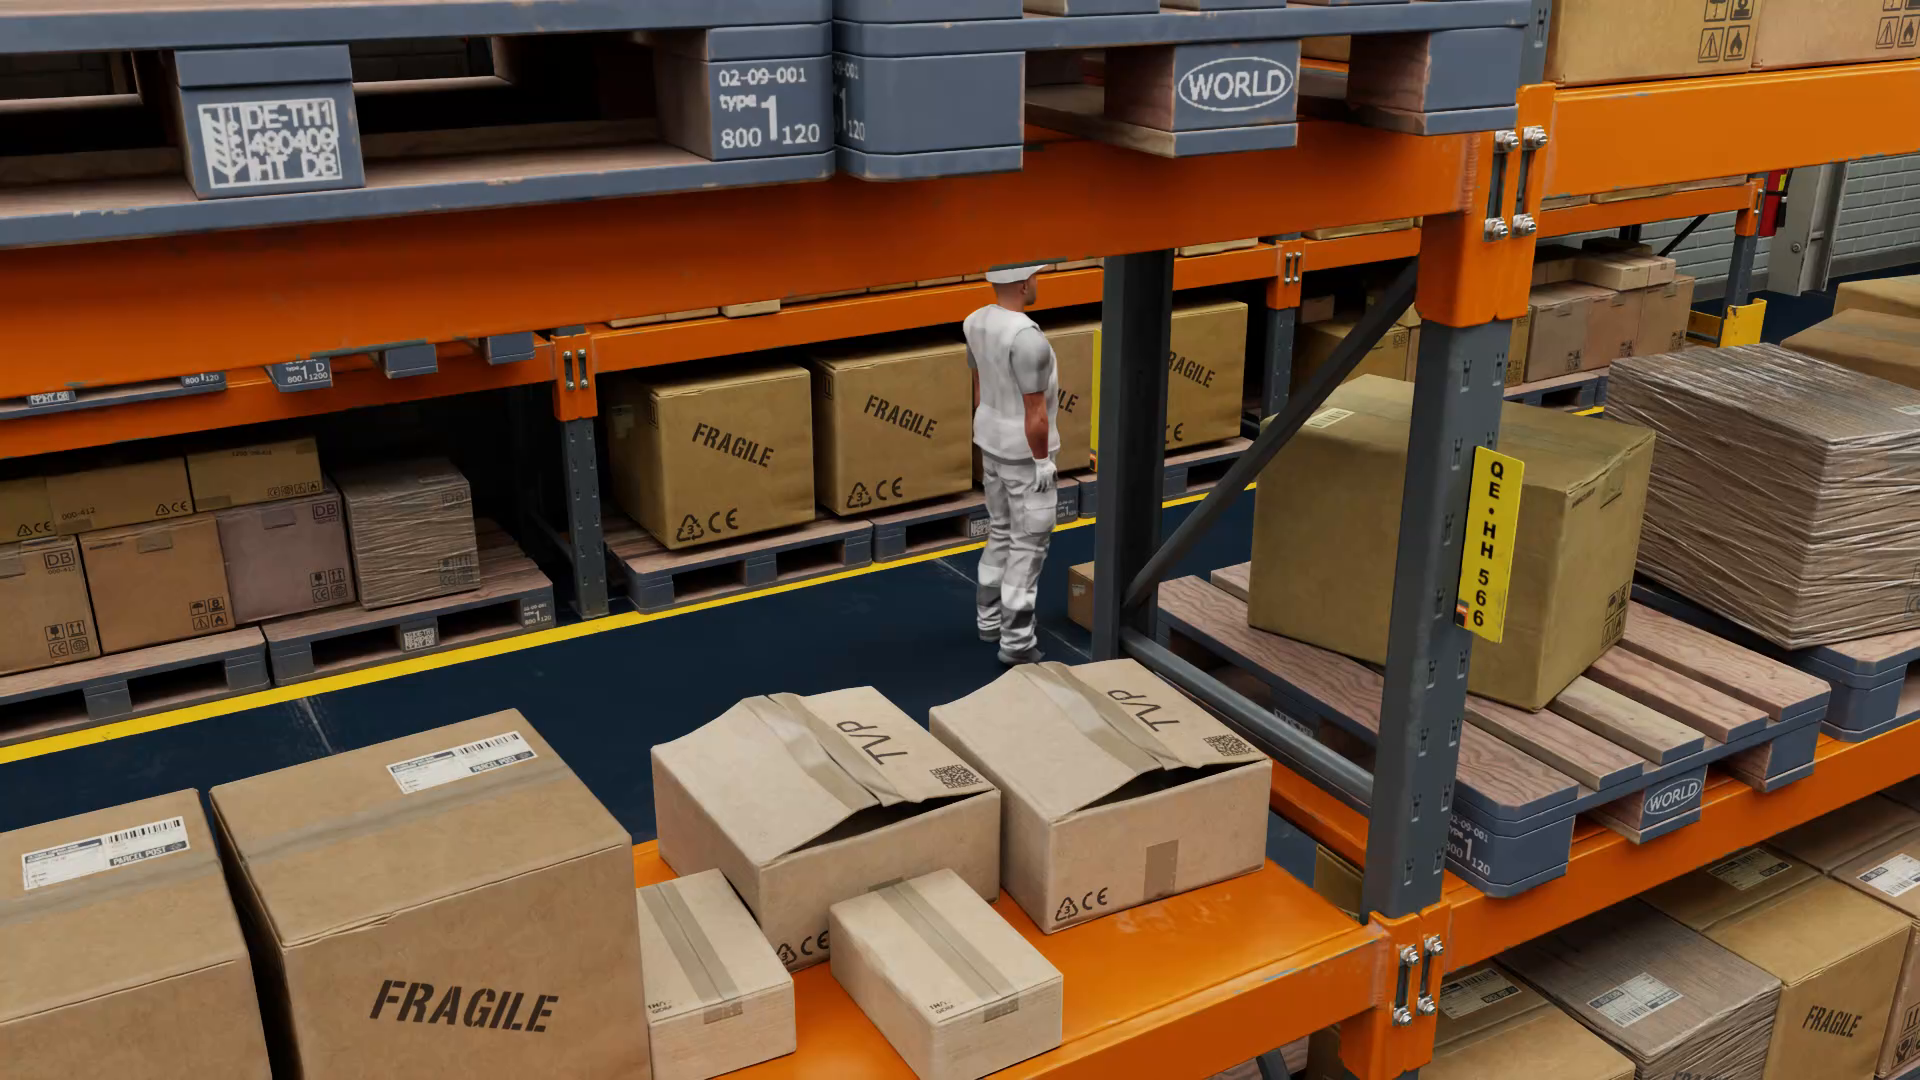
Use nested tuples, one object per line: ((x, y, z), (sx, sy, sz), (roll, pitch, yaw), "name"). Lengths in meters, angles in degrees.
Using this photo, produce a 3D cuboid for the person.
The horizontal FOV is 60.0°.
((0.240, -0.353, 7.015), (0.353, 1.836, 0.524), (-12, 24, -27), "person")
